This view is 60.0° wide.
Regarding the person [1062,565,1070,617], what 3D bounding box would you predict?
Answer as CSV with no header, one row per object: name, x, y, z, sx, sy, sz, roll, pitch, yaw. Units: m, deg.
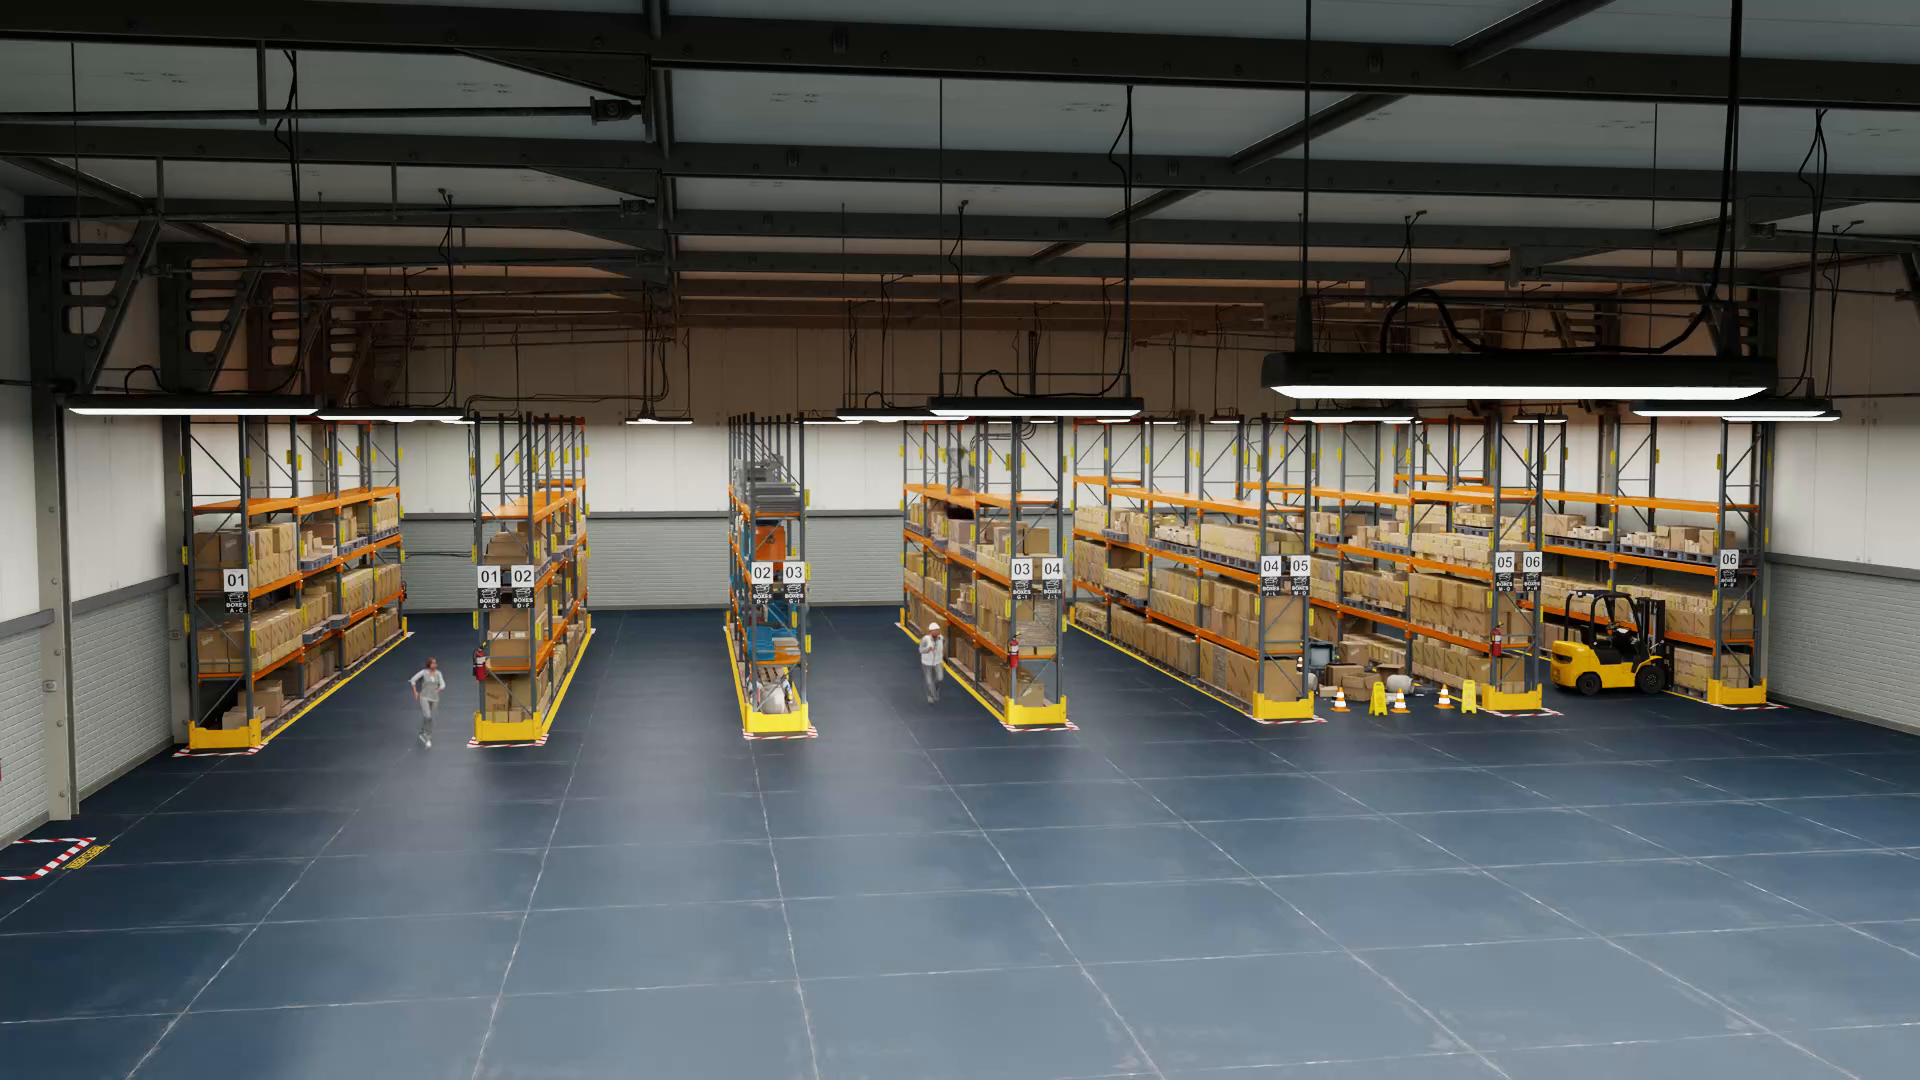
person,3.025,1.554,49.456,0.709,1.713,0.559,-3,5,-36

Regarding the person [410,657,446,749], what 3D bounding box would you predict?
person,-9.541,2.911,29.892,0.551,1.626,0.744,-3,5,-40

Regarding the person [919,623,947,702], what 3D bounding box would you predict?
person,-0.543,2.527,34.176,0.637,1.693,0.855,-1,4,-11

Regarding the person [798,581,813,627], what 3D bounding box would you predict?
person,-4.540,1.670,47.598,0.637,1.690,0.631,3,5,38

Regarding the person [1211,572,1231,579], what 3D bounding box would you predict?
person,7.965,1.480,50.640,0.682,1.649,0.663,0,4,3
